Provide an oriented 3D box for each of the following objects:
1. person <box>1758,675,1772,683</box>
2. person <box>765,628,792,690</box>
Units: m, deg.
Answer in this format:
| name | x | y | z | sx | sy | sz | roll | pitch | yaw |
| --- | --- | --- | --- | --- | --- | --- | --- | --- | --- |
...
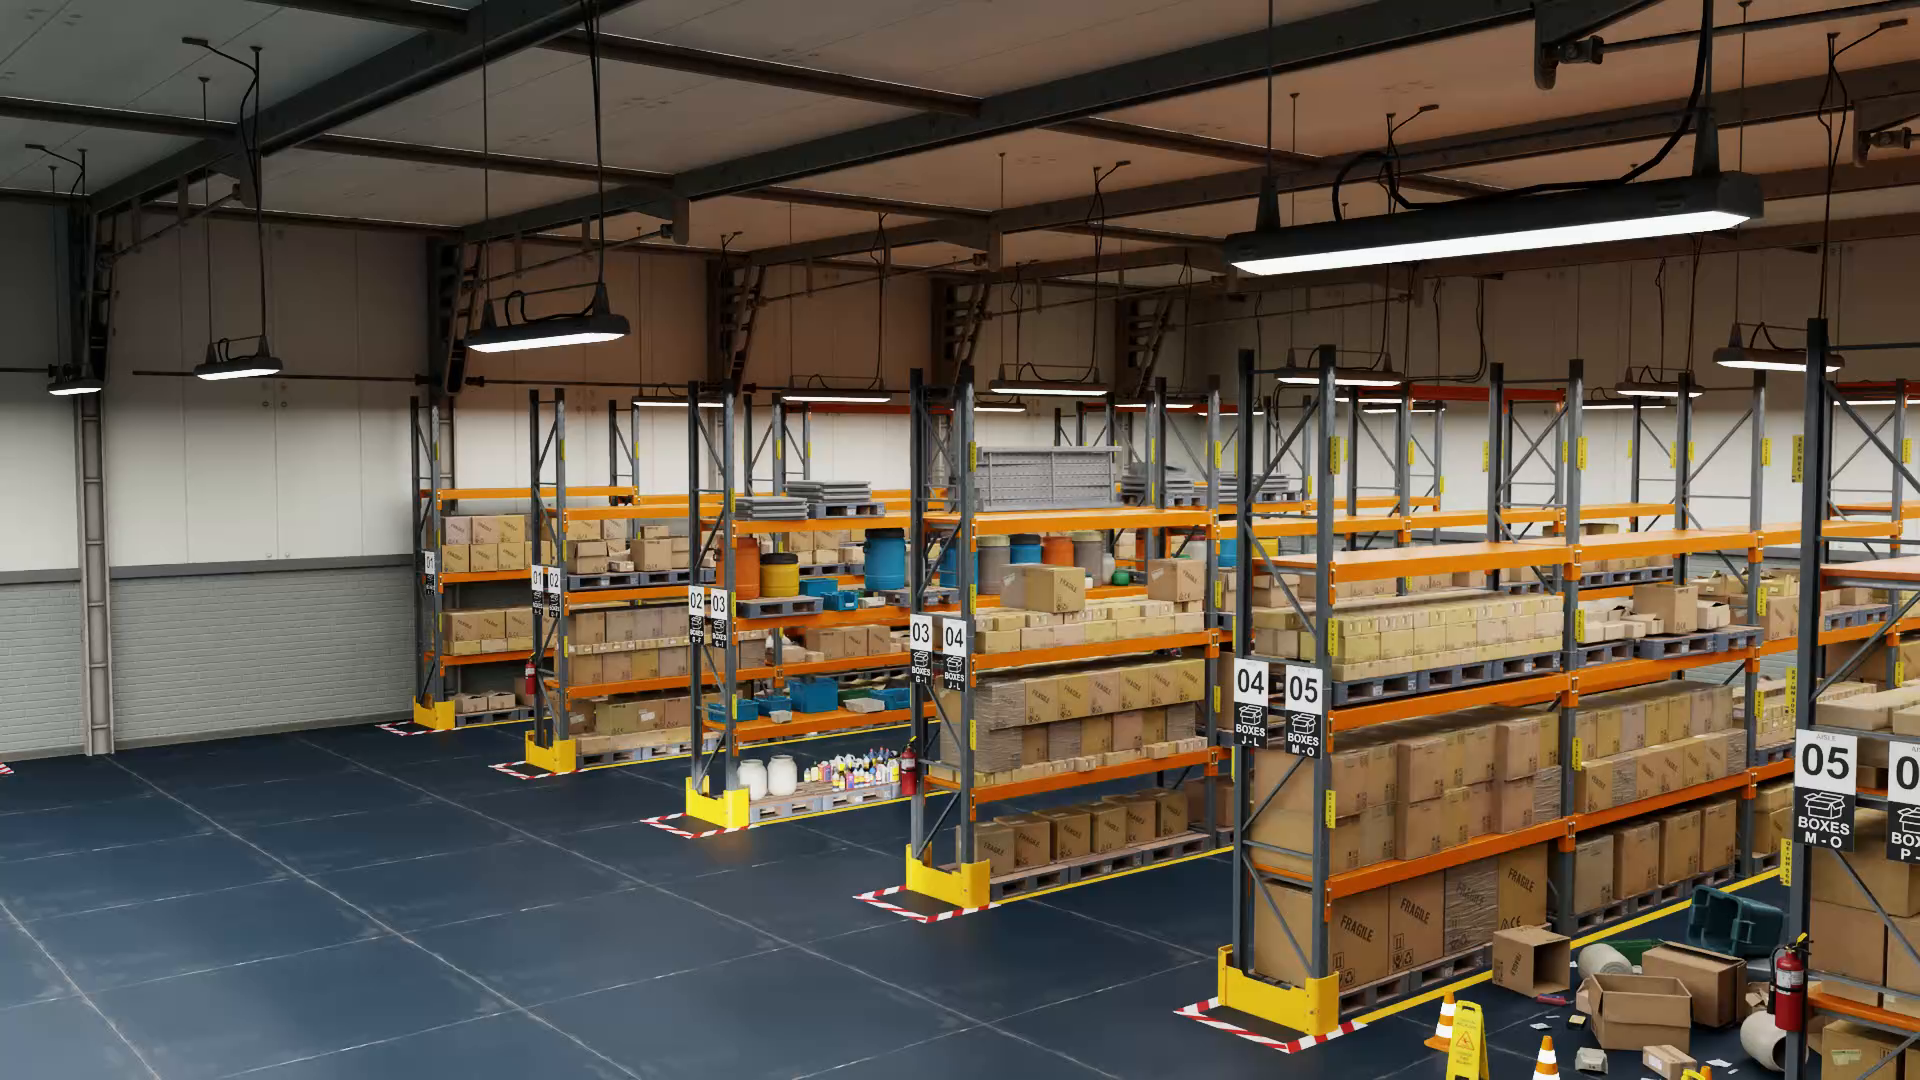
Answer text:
| name | x | y | z | sx | sy | sz | roll | pitch | yaw |
| --- | --- | --- | --- | --- | --- | --- | --- | --- | --- |
| person | 11.965 | 2.843 | 24.783 | 0.882 | 1.675 | 0.565 | -2 | 4 | -36 |
| person | -3.515 | 2.406 | 31.559 | 0.712 | 1.745 | 0.897 | 3 | 4 | 40 |
